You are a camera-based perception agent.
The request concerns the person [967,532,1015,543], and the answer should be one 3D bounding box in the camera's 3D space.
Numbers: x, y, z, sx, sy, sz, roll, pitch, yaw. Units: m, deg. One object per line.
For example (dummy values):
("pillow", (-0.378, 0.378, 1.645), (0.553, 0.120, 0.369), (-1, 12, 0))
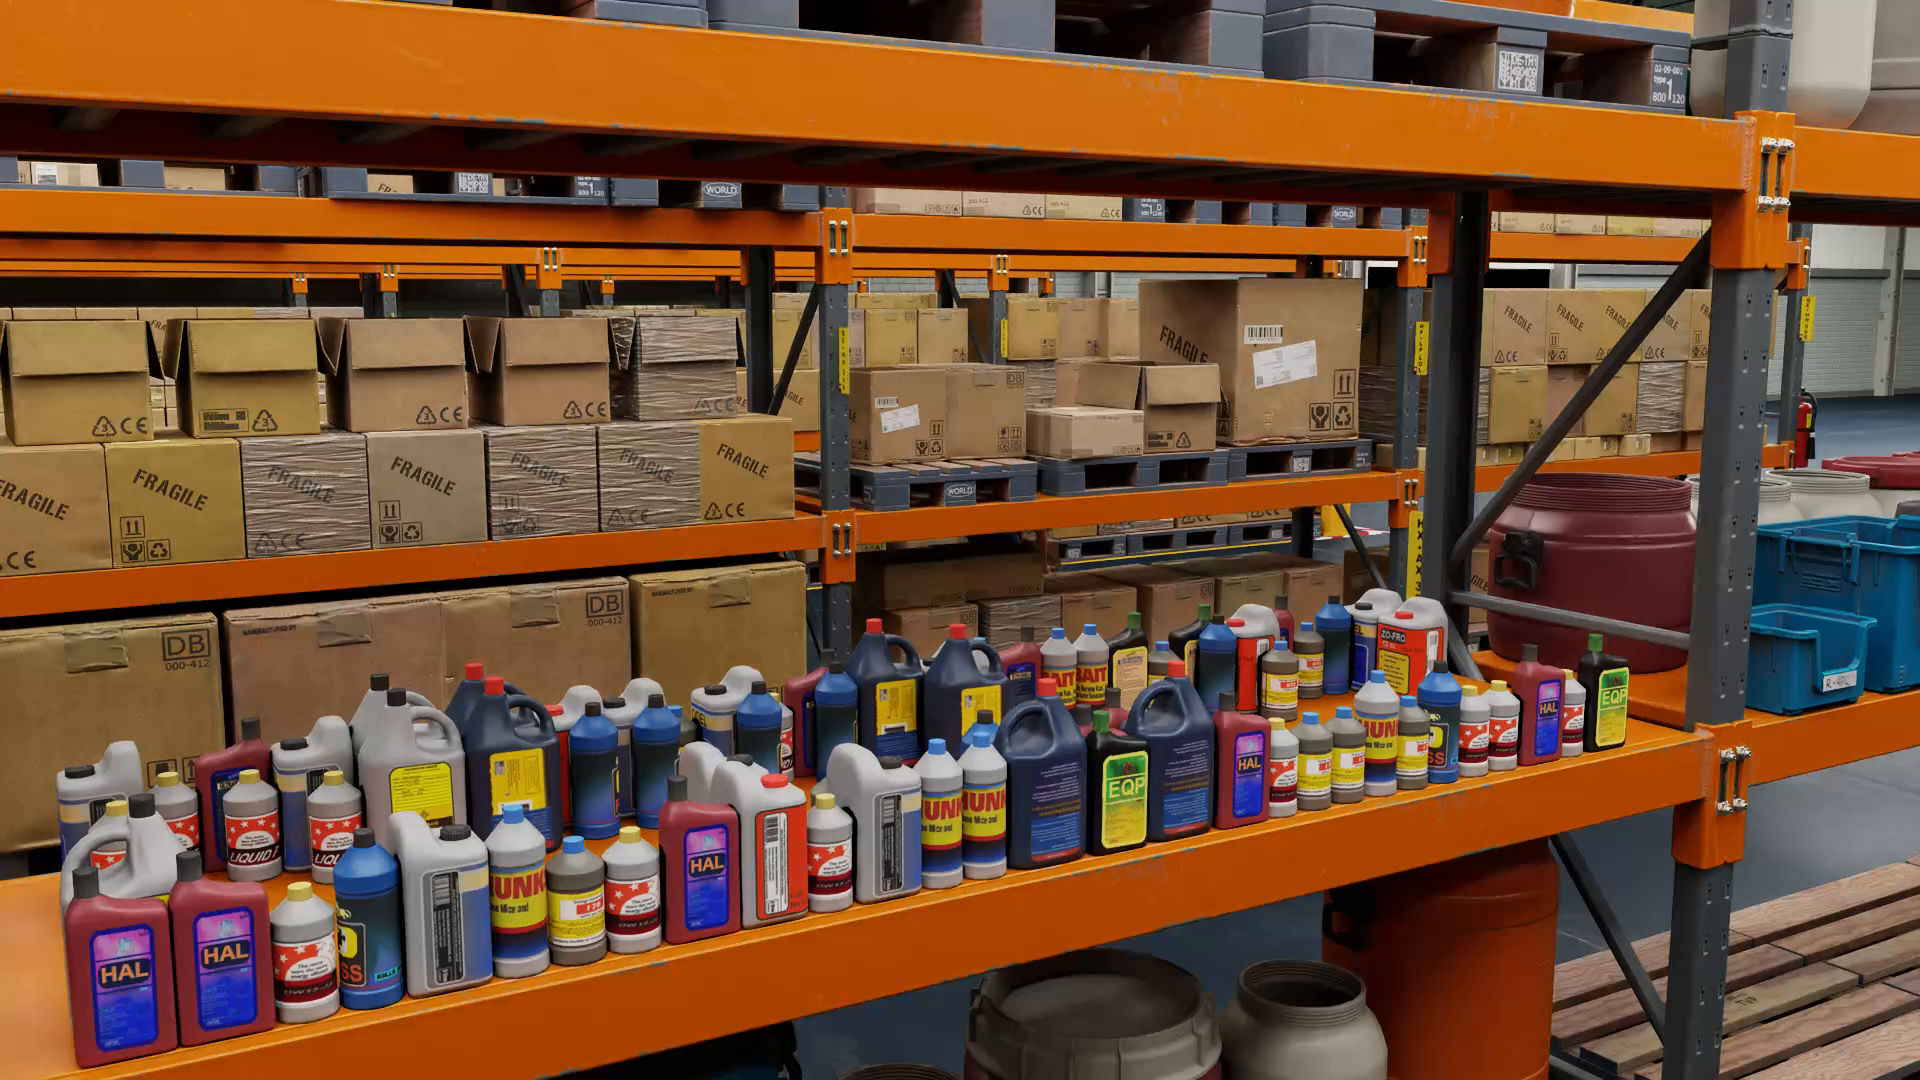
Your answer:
("person", (0.255, -0.185, 12.132), (0.392, 1.650, 0.559), (-6, 10, -34))
